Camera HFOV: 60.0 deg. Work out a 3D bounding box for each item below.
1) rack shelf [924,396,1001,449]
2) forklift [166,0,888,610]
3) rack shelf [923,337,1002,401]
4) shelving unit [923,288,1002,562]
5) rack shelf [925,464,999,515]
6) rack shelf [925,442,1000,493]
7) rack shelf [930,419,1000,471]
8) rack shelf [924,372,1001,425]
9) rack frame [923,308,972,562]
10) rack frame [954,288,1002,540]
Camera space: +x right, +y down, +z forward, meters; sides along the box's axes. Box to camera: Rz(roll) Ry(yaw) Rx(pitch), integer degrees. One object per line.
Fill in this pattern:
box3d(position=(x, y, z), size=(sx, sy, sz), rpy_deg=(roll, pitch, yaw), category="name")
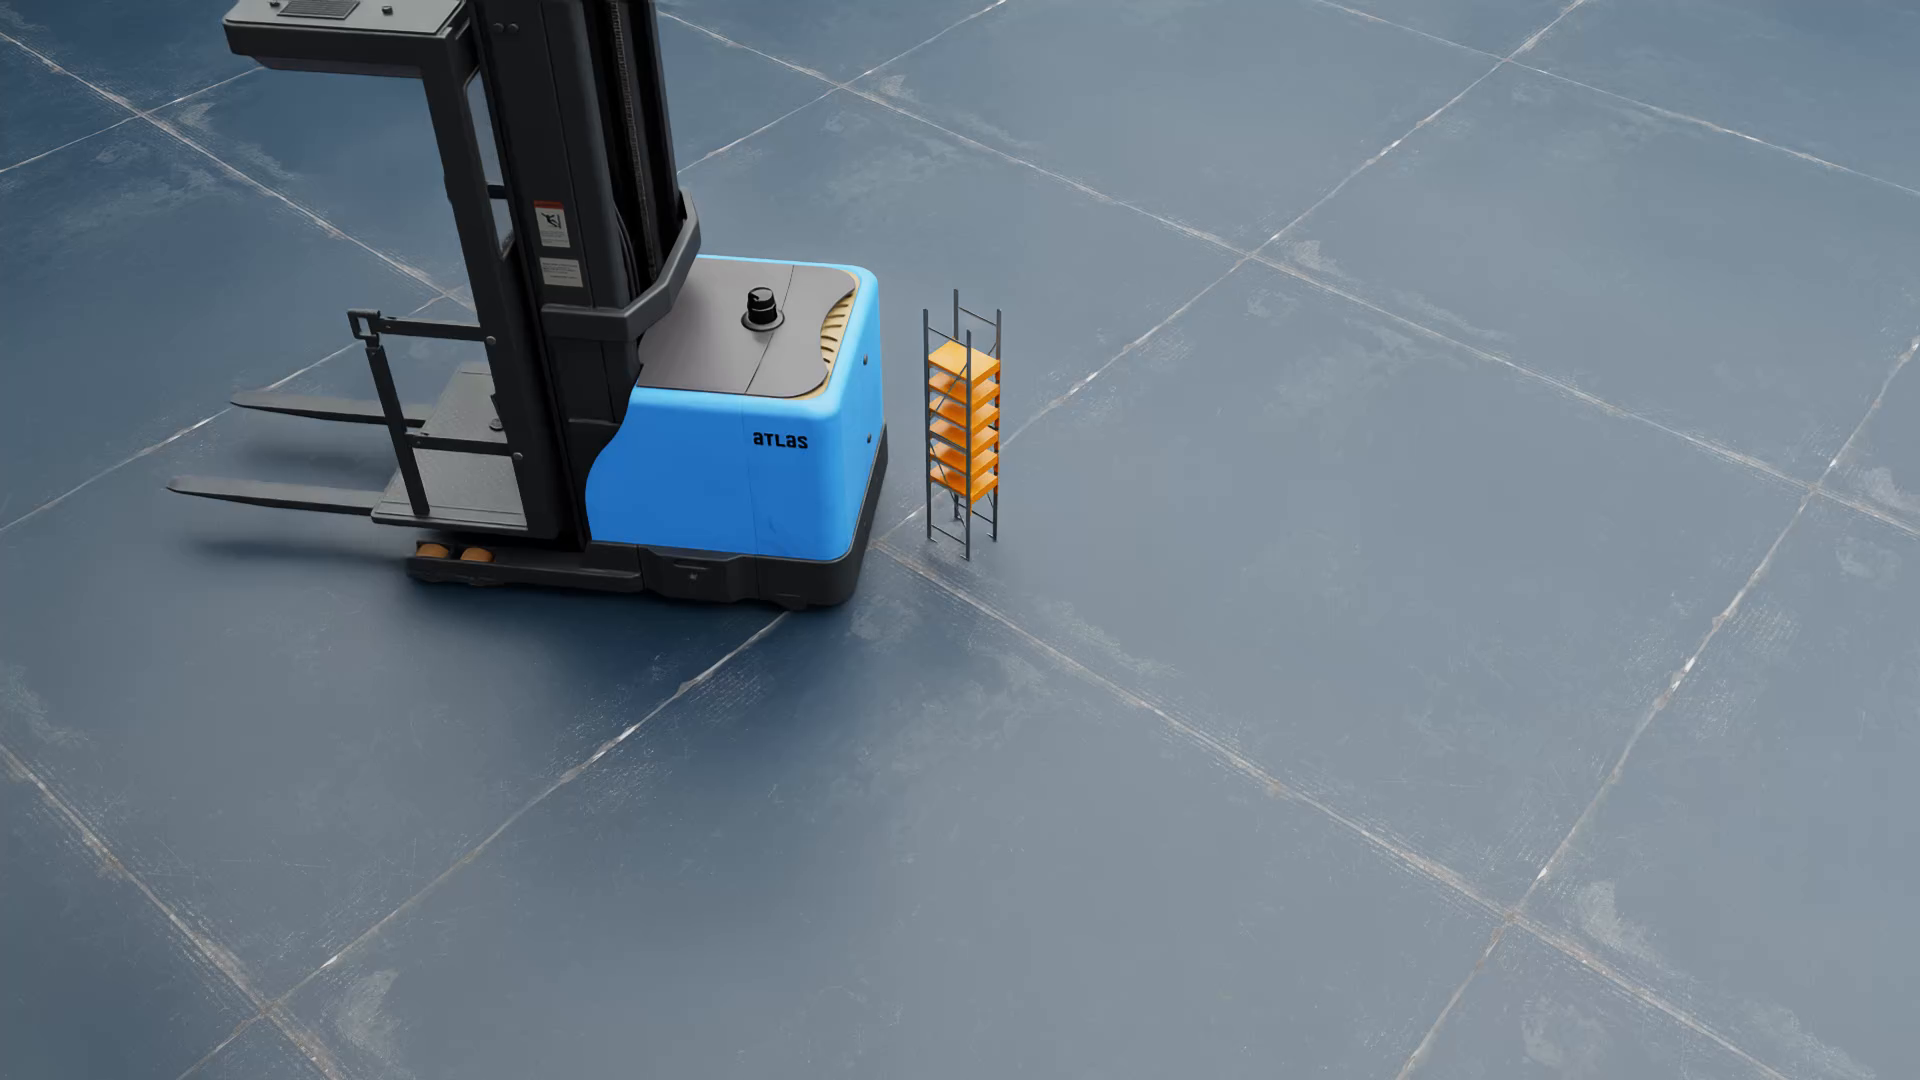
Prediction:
box3d(position=(0.009, -0.507, 6.804), size=(0.258, 0.103, 0.180), rpy_deg=(29, 50, 28), category="rack shelf")
box3d(position=(-1.884, -1.236, 6.430), size=(3.031, 2.935, 1.130), rpy_deg=(5, 43, 6), category="forklift")
box3d(position=(0.009, -0.685, 6.642), size=(0.258, 0.103, 0.180), rpy_deg=(29, 50, 28), category="rack shelf")
box3d(position=(0.009, -0.451, 6.855), size=(0.258, 1.200, 0.189), rpy_deg=(29, 50, 28), category="shelving unit")
box3d(position=(0.009, -0.241, 7.046), size=(0.258, 0.103, 0.180), rpy_deg=(29, 50, 28), category="rack shelf")
box3d(position=(0.009, -0.330, 6.965), size=(0.258, 0.103, 0.180), rpy_deg=(29, 50, 28), category="rack shelf")
box3d(position=(0.009, -0.419, 6.884), size=(0.258, 0.103, 0.180), rpy_deg=(29, 50, 28), category="rack shelf")
box3d(position=(0.009, -0.596, 6.723), size=(0.258, 0.103, 0.180), rpy_deg=(29, 50, 28), category="rack shelf")
box3d(position=(-0.050, -0.404, 6.803), size=(0.240, 1.200, 0.006), rpy_deg=(29, 50, 28), category="rack frame")
box3d(position=(0.068, -0.498, 6.906), size=(0.240, 1.200, 0.006), rpy_deg=(29, 50, 28), category="rack frame")
